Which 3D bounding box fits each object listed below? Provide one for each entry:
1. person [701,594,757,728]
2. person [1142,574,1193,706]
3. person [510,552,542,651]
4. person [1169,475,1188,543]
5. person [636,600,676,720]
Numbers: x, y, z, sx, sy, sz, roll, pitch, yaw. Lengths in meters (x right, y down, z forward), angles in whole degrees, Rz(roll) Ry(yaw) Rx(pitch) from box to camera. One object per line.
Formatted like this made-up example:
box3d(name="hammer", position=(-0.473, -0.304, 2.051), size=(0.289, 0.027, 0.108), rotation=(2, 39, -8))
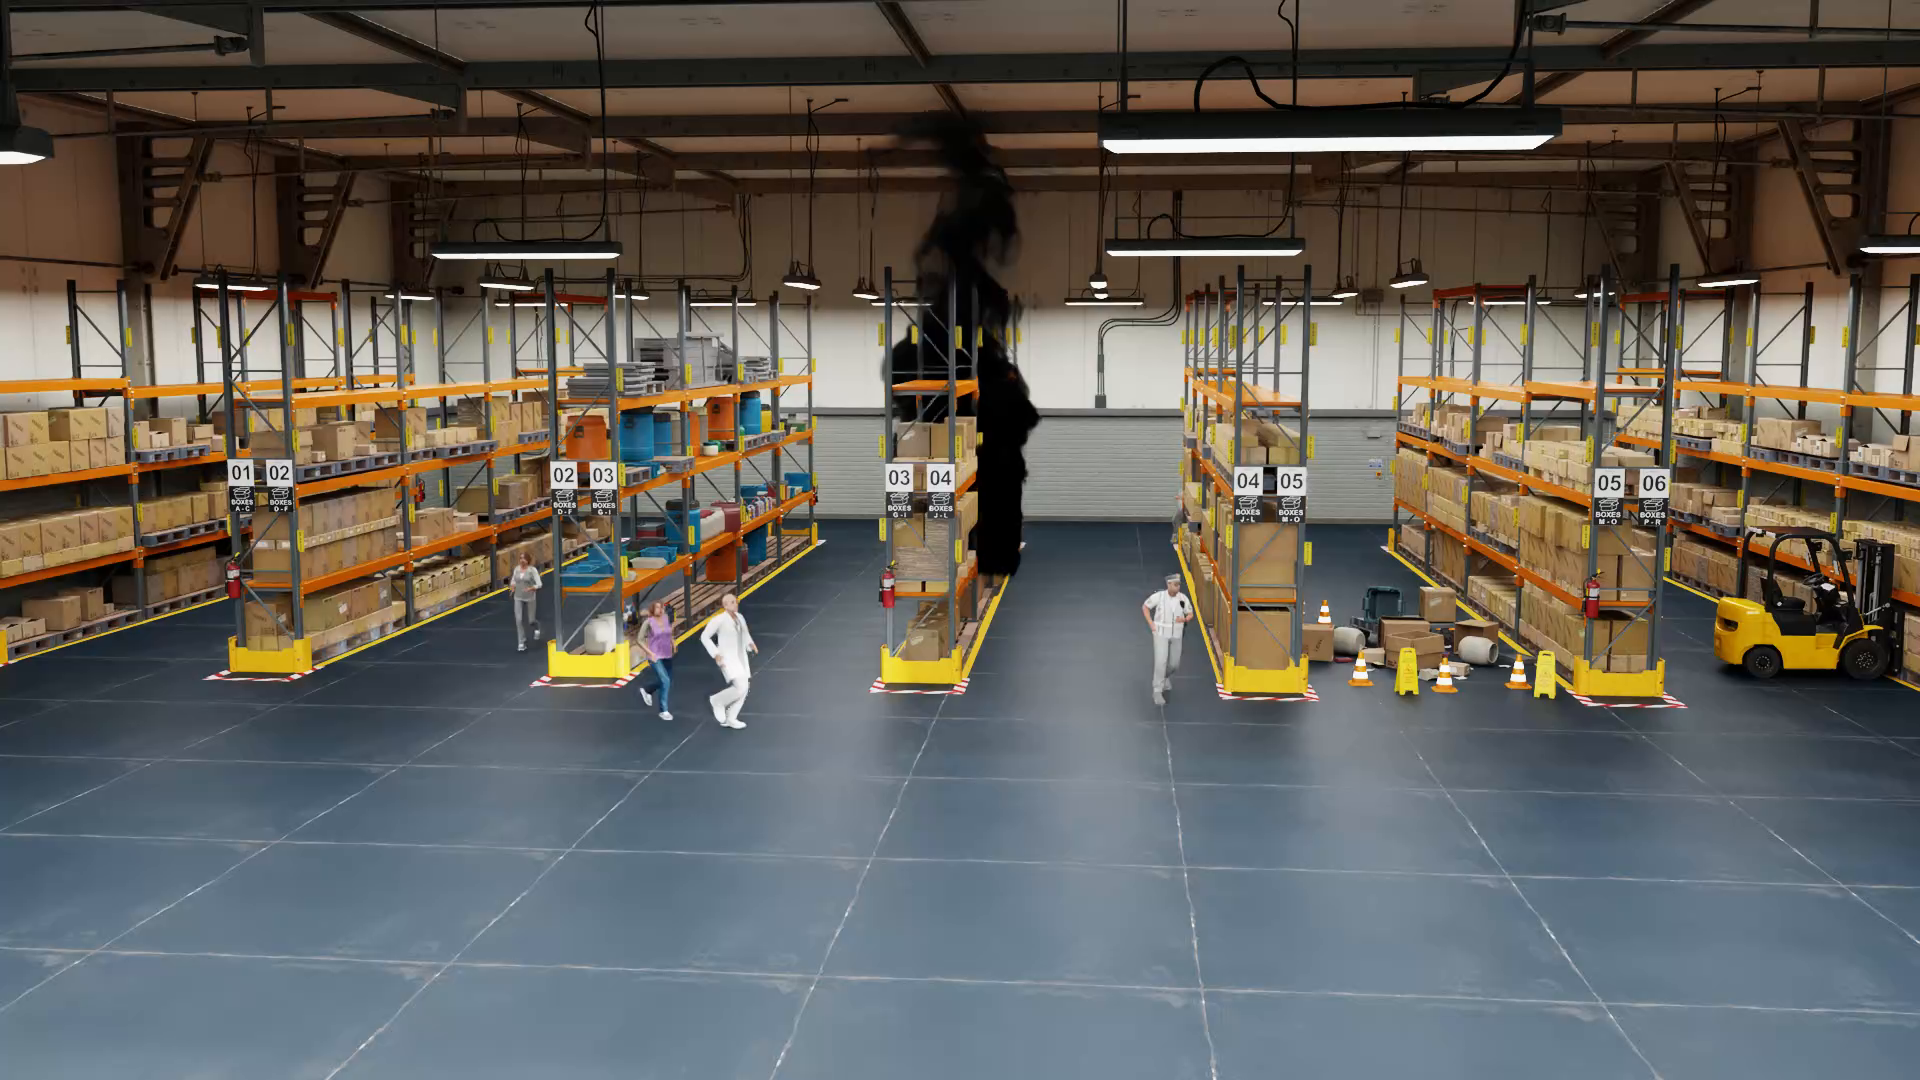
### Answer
box3d(name="person", position=(-2.882, 1.561, 21.330), size=(0.594, 1.732, 0.715), rotation=(4, 8, 33))
box3d(name="person", position=(2.928, 1.341, 23.178), size=(0.680, 1.768, 0.967), rotation=(-2, 7, -13))
box3d(name="person", position=(-7.015, 0.968, 26.855), size=(0.547, 1.564, 0.767), rotation=(0, 7, 3))
box3d(name="person", position=(5.560, -0.764, 40.548), size=(0.747, 1.803, 0.706), rotation=(-1, 7, -11))
box3d(name="person", position=(-4.023, 1.569, 22.024), size=(0.624, 1.582, 0.535), rotation=(6, 9, 41))
